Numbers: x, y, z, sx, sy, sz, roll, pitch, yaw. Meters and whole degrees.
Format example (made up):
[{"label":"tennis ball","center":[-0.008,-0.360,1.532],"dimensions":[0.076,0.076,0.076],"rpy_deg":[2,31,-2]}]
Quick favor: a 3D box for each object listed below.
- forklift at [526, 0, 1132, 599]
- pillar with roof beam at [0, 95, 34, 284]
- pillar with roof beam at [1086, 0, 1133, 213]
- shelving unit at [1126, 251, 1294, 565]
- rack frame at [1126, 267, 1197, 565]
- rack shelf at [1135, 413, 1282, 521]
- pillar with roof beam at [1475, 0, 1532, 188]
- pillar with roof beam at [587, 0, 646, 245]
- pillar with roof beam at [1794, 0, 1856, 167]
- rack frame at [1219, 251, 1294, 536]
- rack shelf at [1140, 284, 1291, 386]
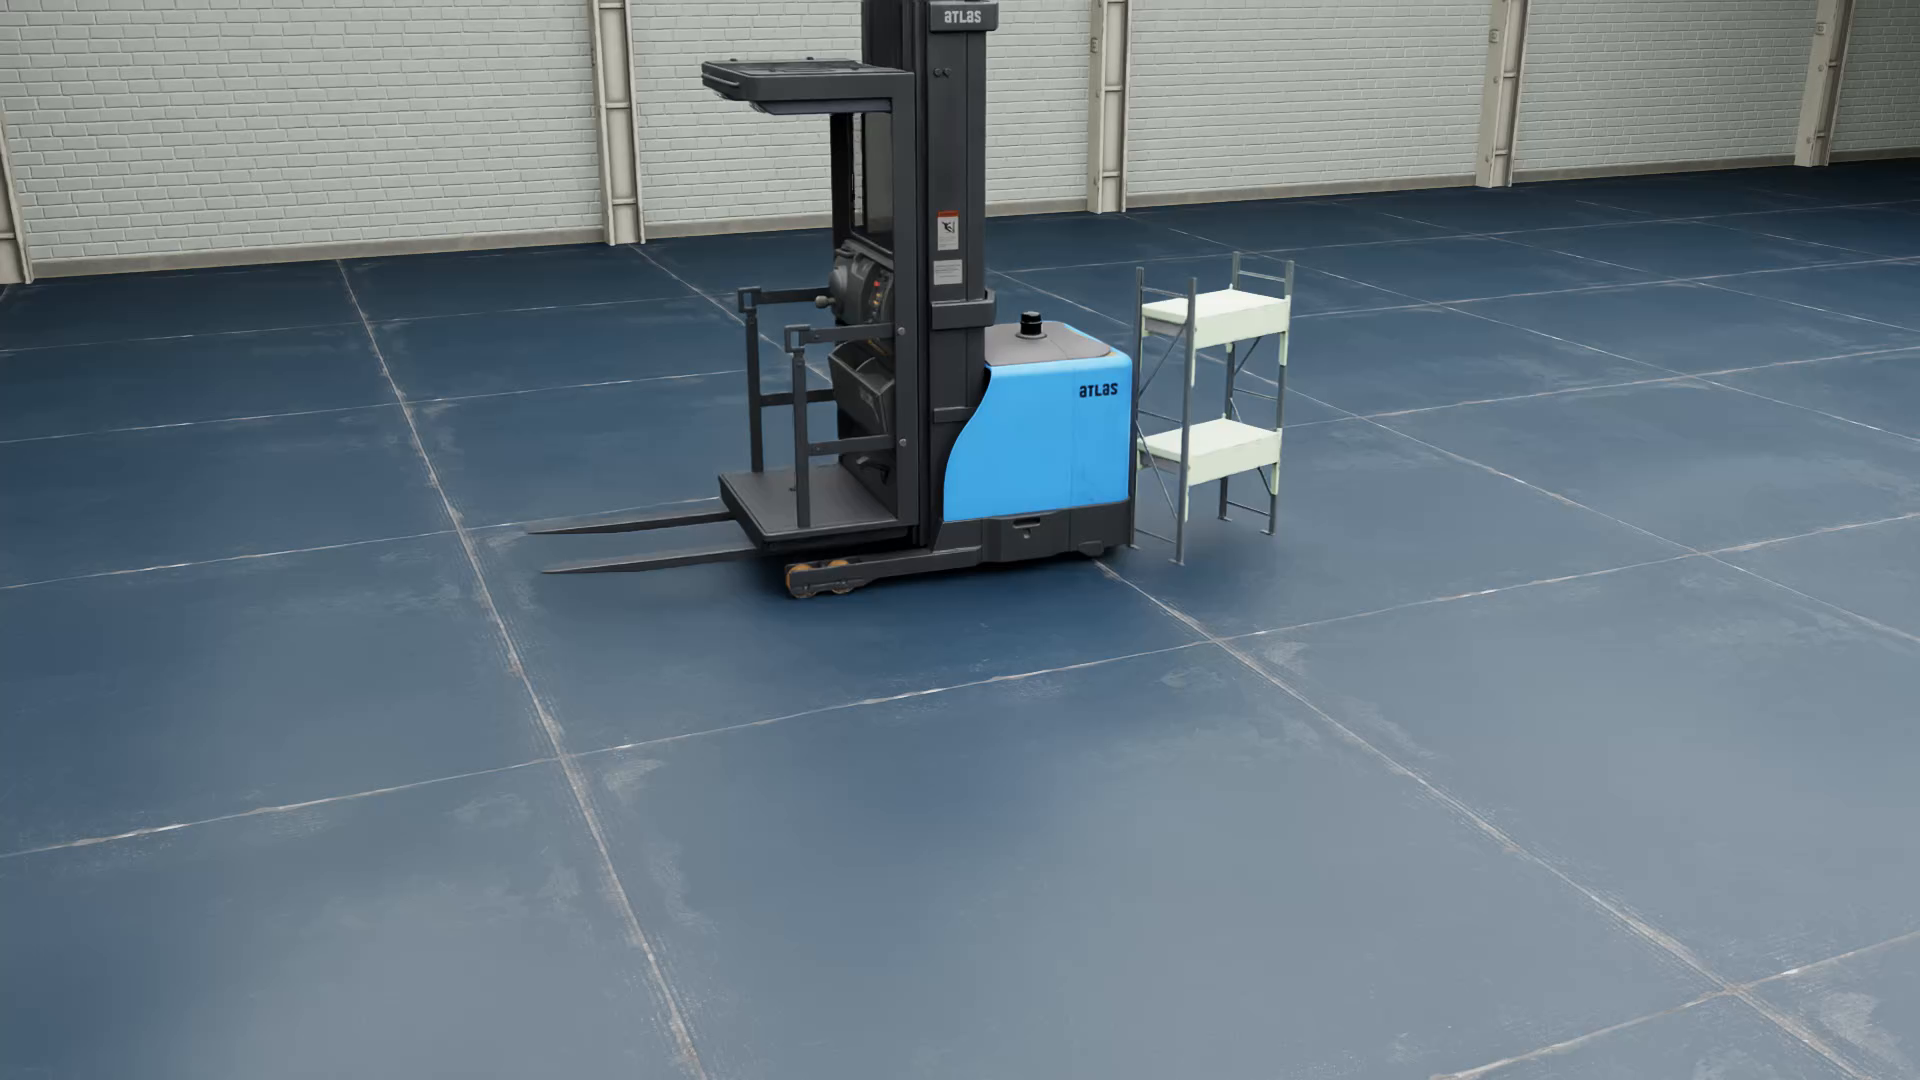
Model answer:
[{"label":"forklift","center":[-0.679,-1.290,8.272],"dimensions":[3.031,2.935,1.130],"rpy_deg":[-7,21,-19]},{"label":"pillar with roof beam","center":[-7.505,-5.431,10.897],"dimensions":[0.400,9.000,9.100],"rpy_deg":[-8,21,-22]},{"label":"pillar with roof beam","center":[3.513,-7.010,15.381],"dimensions":[0.400,9.000,9.100],"rpy_deg":[-8,21,-22]},{"label":"shelving unit","center":[1.311,-0.706,8.768],"dimensions":[0.755,1.500,0.431],"rpy_deg":[-15,24,-37]},{"label":"rack frame","center":[1.028,-0.629,8.549],"dimensions":[0.023,1.500,0.400],"rpy_deg":[-15,24,-37]},{"label":"rack shelf","center":[1.311,-0.398,8.876],"dimensions":[0.720,0.370,0.431],"rpy_deg":[-15,24,-37]},{"label":"pillar with roof beam","center":[9.023,-7.799,17.622],"dimensions":[0.400,9.000,9.100],"rpy_deg":[-8,21,-22]},{"label":"pillar with roof beam","center":[-1.996,-6.220,13.139],"dimensions":[0.400,9.000,9.100],"rpy_deg":[-8,21,-22]},{"label":"pillar with roof beam","center":[14.532,-8.588,19.864],"dimensions":[0.400,9.000,9.100],"rpy_deg":[-8,21,-22]},{"label":"rack frame","center":[1.594,-0.783,8.987],"dimensions":[0.023,1.500,0.400],"rpy_deg":[-15,24,-37]},{"label":"rack shelf","center":[1.311,-1.074,8.638],"dimensions":[0.720,0.370,0.431],"rpy_deg":[-15,24,-37]}]
